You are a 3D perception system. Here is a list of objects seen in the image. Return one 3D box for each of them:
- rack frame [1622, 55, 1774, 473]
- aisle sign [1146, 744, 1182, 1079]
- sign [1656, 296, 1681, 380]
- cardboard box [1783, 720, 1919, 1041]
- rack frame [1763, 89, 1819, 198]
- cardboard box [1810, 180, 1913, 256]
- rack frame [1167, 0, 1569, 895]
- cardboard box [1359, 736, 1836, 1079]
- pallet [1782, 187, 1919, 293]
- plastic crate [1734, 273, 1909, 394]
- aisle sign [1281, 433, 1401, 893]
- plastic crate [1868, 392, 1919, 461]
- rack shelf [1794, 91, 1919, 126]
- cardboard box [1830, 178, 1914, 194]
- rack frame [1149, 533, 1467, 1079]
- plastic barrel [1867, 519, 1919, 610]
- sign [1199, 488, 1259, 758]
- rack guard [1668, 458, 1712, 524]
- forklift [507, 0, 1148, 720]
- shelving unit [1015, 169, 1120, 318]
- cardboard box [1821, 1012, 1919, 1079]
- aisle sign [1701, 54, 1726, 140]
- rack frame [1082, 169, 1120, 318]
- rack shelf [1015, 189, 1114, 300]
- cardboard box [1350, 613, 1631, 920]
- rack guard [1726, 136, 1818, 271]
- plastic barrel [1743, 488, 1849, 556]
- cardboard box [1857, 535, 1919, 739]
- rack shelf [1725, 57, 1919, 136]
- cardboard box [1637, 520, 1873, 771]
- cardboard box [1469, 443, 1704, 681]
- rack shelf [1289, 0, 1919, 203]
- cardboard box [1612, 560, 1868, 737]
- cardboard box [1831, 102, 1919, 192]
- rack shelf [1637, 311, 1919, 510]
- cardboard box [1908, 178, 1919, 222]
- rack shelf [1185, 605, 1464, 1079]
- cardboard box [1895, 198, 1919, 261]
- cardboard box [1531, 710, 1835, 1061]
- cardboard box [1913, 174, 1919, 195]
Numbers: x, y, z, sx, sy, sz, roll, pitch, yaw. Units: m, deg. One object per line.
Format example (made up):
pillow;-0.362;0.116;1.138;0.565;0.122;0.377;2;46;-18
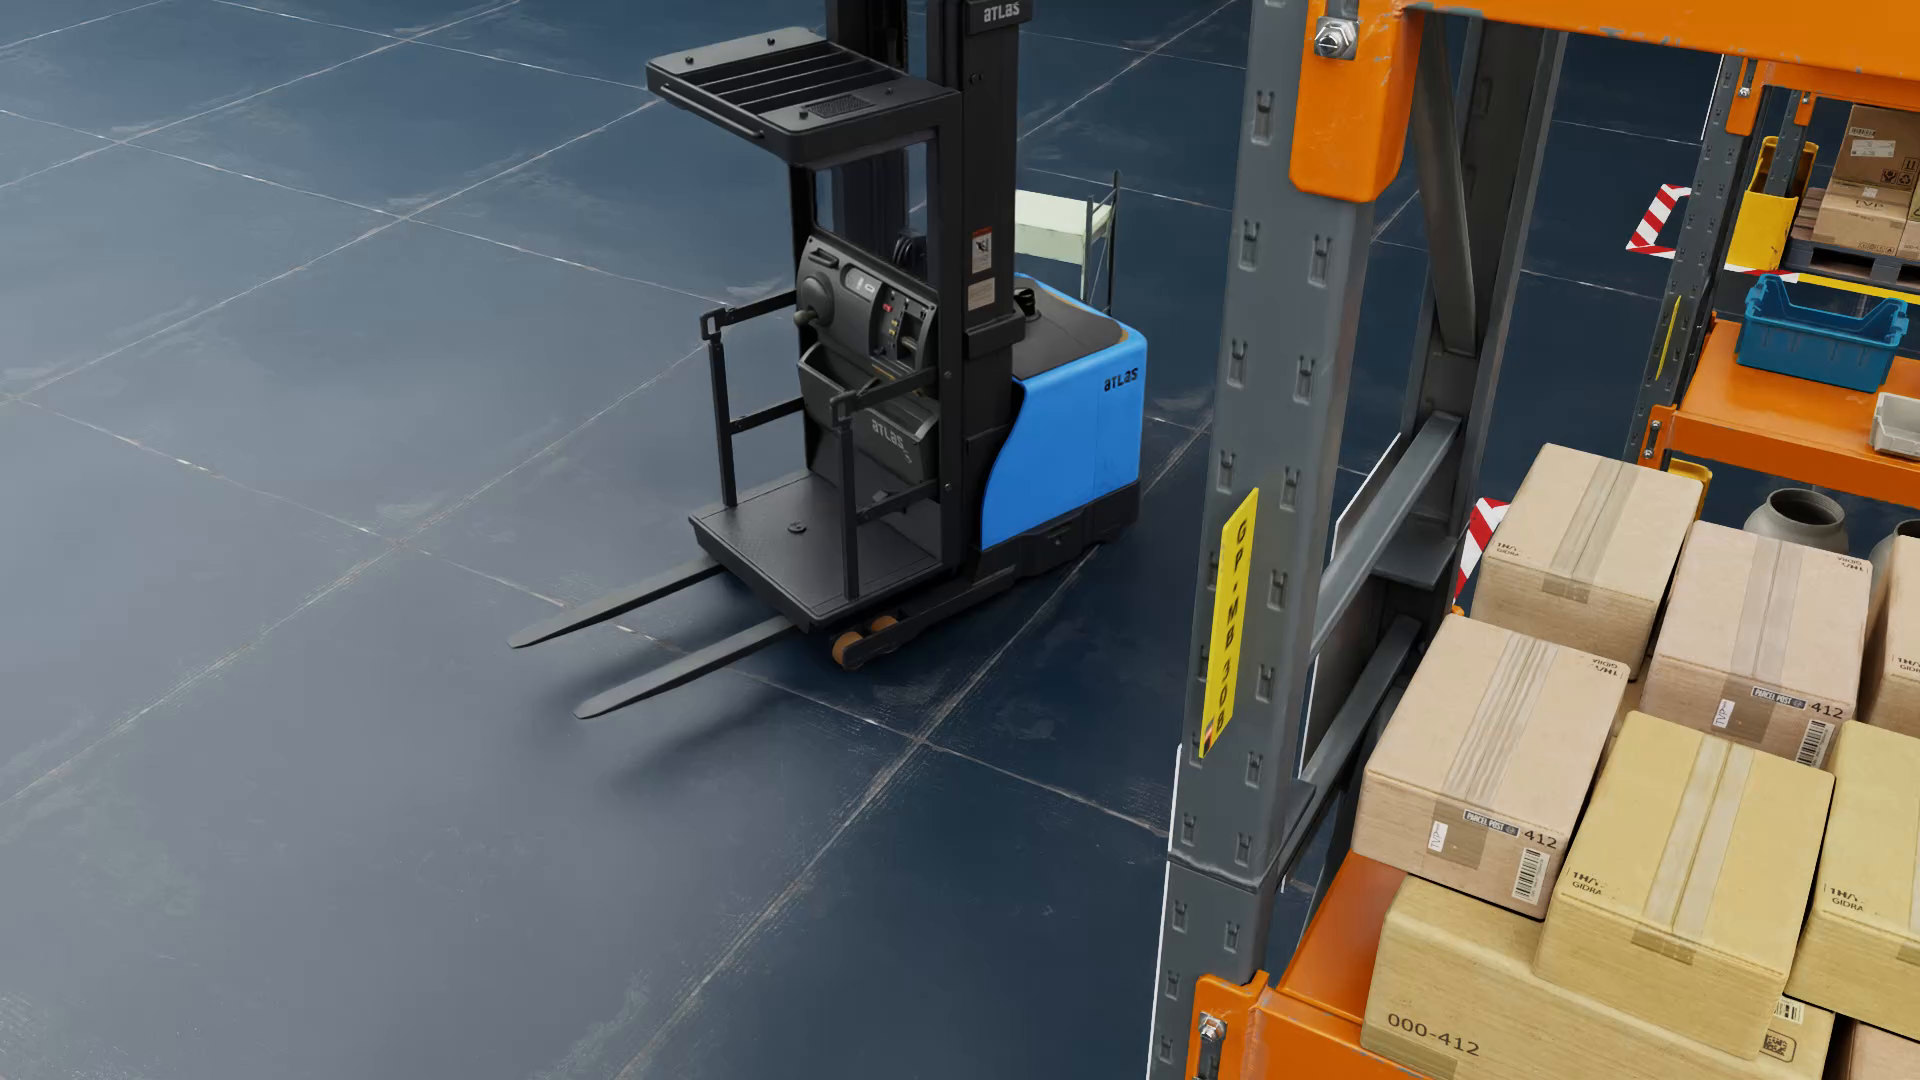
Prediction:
rack frame;3.034;-0.934;6.946;0.127;3.000;1.000;18;37;24
aisle sign;0.374;0.495;2.455;0.004;0.787;0.394;18;37;24
sign;2.757;-0.785;6.474;0.005;0.325;0.100;18;37;24
cardboard box;1.158;0.413;1.993;0.250;0.149;0.380;17;37;24
rack frame;5.495;-3.316;10.524;0.127;3.000;1.000;18;37;24
cardboard box;5.850;-2.092;10.787;0.500;0.250;0.500;18;37;24
rack frame;0.577;-1.047;1.704;0.127;3.000;1.000;18;37;24
cardboard box;0.867;0.520;2.191;0.500;0.250;0.500;19;38;26
pallet;6.180;-1.966;11.011;1.213;0.211;1.003;18;37;24
plastic crate;3.617;-0.878;6.997;0.616;0.251;0.499;18;37;24
aisle sign;0.672;0.206;2.889;0.004;0.787;0.394;18;37;24
plastic crate;3.651;-0.423;6.417;0.250;0.136;0.298;18;37;24
rack shelf;7.232;-2.467;9.897;4.000;0.370;1.077;18;37;24
cardboard box;6.107;-2.341;11.162;0.500;0.250;0.500;18;37;24
rack frame;0.577;1.450;3.367;0.127;3.000;1.000;18;37;24
plastic barrel;4.079;0.209;7.096;0.421;0.512;0.421;0;34;0
sign;0.307;0.099;1.901;0.005;0.325;0.100;18;37;24
rack guard;3.123;0.105;7.641;0.348;0.500;1.175;18;37;24
forklift;-0.573;-0.976;7.071;3.031;2.935;1.130;-24;40;-31
shelving unit;0.378;-1.220;8.729;0.755;1.500;0.431;15;36;21
cardboard box;1.317;0.659;1.983;0.500;0.250;0.500;17;37;23
aisle sign;2.826;-1.895;6.043;0.004;0.787;0.394;18;37;24
rack frame;0.709;-1.133;8.599;0.023;1.500;0.400;15;36;21
rack shelf;0.378;-1.545;8.513;0.720;0.370;0.431;15;36;21
cardboard box;0.701;0.285;2.186;0.250;0.149;0.380;17;37;24
rack guard;5.474;-2.283;11.227;0.348;0.500;1.175;18;37;24
plastic barrel;3.643;0.071;7.303;0.421;0.512;0.421;0;34;0
cardboard box;1.432;0.174;2.351;0.250;0.149;0.380;16;37;22
rack shelf;4.771;-1.333;5.488;4.000;0.370;1.077;18;37;24
cardboard box;1.140;0.152;2.385;0.250;0.149;0.380;16;37;23
cardboard box;0.972;0.024;2.577;0.250;0.149;0.380;18;37;24
rack shelf;2.313;-0.197;1.078;4.000;0.370;1.077;18;37;24
cardboard box;1.121;0.274;2.561;0.500;0.250;0.500;18;38;25
cardboard box;6.108;-2.655;10.955;0.500;0.500;0.500;18;37;24
rack shelf;4.771;-0.084;6.319;4.000;0.370;1.077;18;37;24
cardboard box;6.285;-2.268;10.375;0.500;0.500;0.500;18;37;24
rack shelf;2.313;1.051;1.909;4.000;0.370;1.077;18;37;24
cardboard box;6.286;-1.956;10.584;0.500;0.250;0.500;18;37;24
cardboard box;0.878;0.403;2.009;0.250;0.149;0.380;18;38;25
cardboard box;6.547;-2.210;10.964;0.500;0.250;0.500;18;37;24
